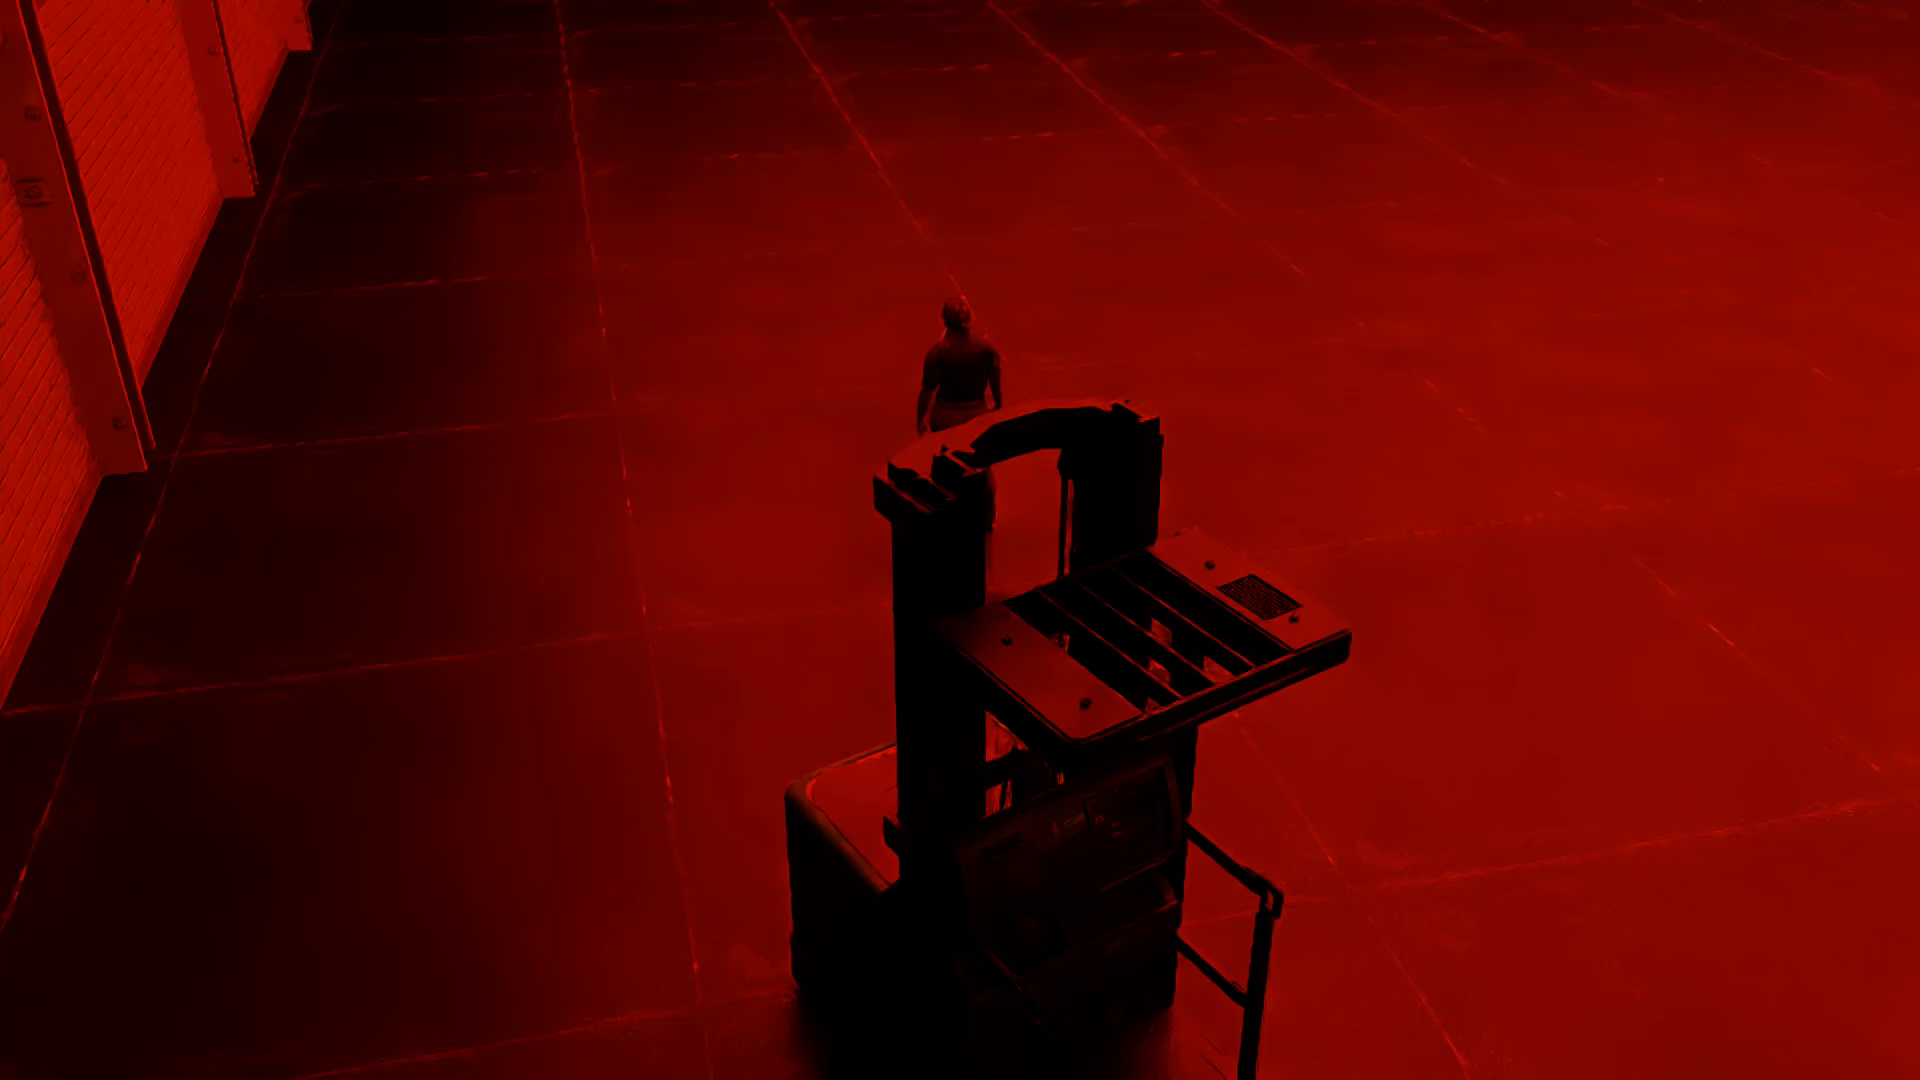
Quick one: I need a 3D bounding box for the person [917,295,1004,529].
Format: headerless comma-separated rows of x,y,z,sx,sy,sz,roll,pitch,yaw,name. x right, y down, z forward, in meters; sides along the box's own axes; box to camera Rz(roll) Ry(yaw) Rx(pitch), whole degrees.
-0.001,-0.767,10.160,0.570,1.654,0.503,-7,31,-12,person

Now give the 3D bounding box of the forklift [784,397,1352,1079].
0.511,1.115,5.649,1.130,2.935,3.031,-18,35,-29,forklift
